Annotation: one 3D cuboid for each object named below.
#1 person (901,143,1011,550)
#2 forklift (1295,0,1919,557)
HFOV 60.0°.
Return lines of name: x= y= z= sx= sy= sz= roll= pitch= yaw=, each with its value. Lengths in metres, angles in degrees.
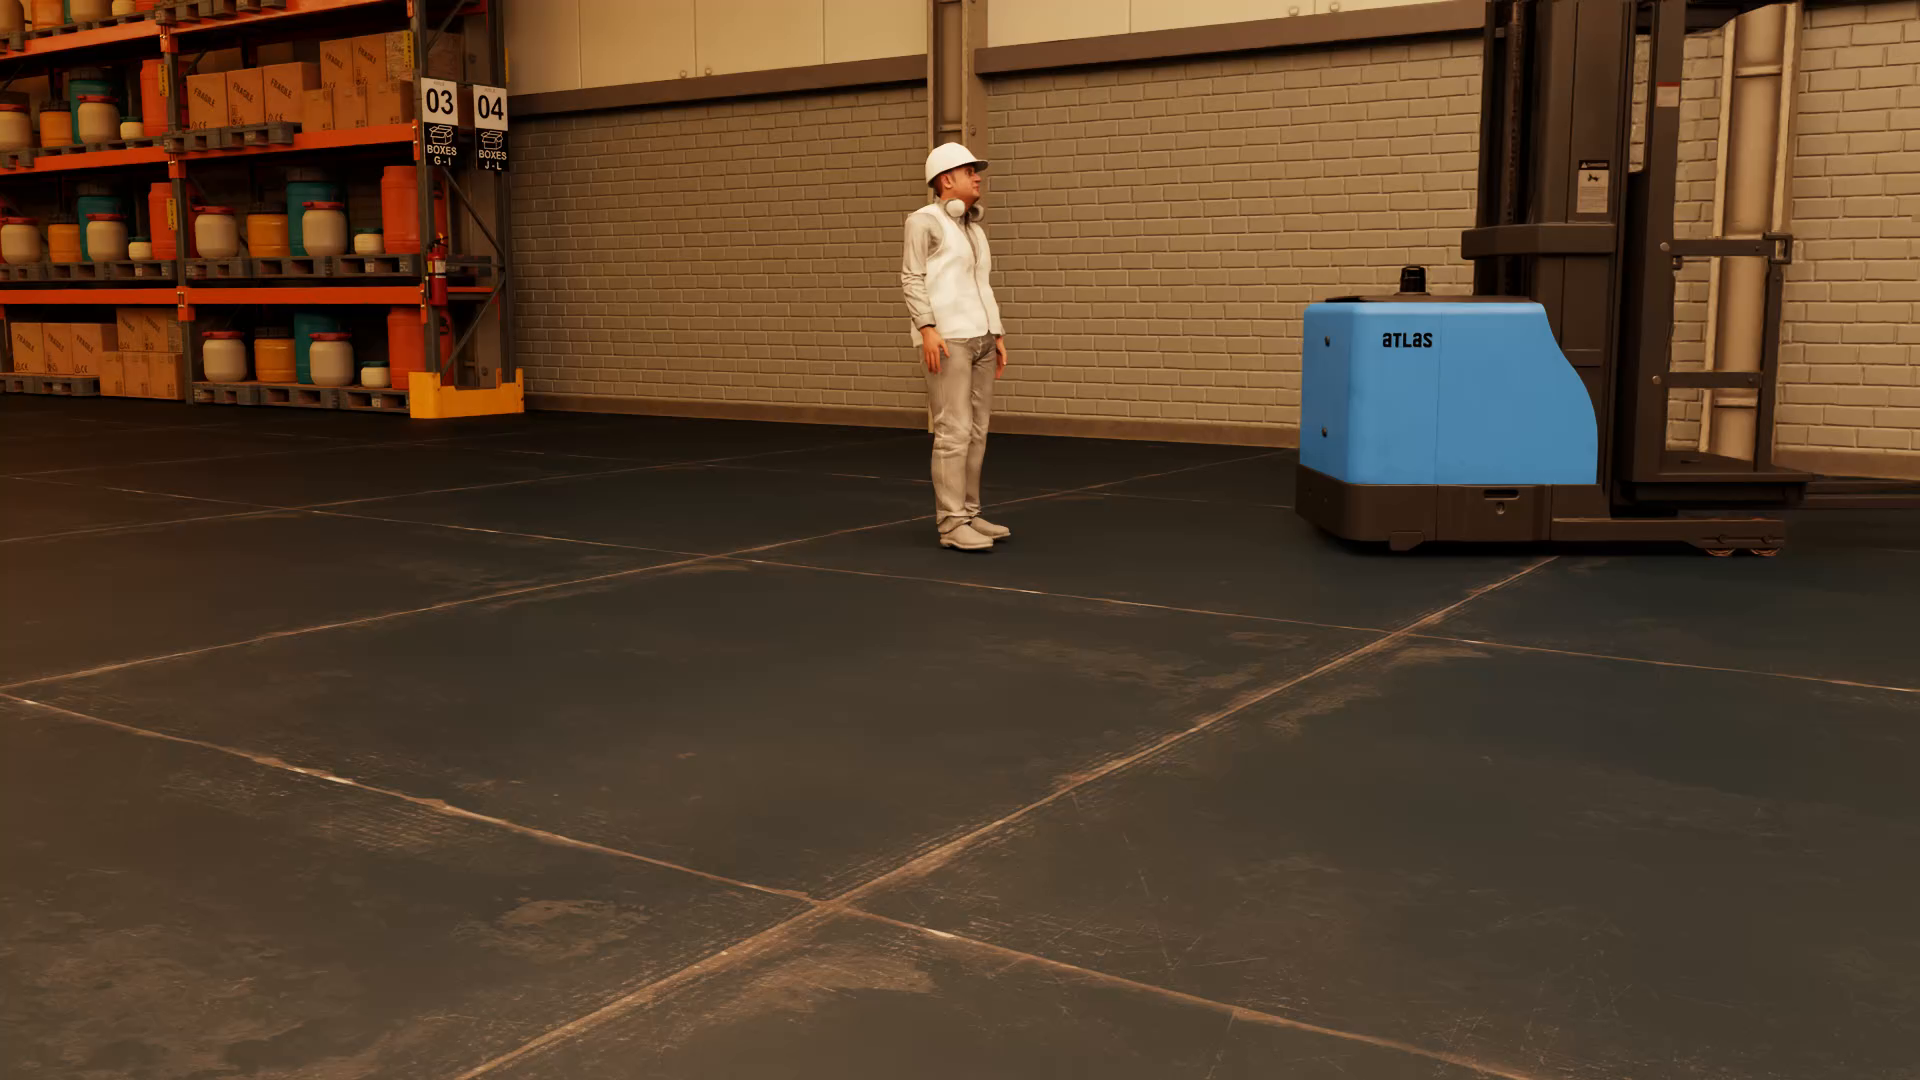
person: x=0.047 y=-0.880 z=7.437 sx=0.568 sy=1.773 sz=0.632 roll=5 pitch=10 yaw=34
forklift: x=3.138 y=-1.454 z=7.416 sx=3.031 sy=2.935 sz=1.130 roll=0 pitch=8 yaw=-2
